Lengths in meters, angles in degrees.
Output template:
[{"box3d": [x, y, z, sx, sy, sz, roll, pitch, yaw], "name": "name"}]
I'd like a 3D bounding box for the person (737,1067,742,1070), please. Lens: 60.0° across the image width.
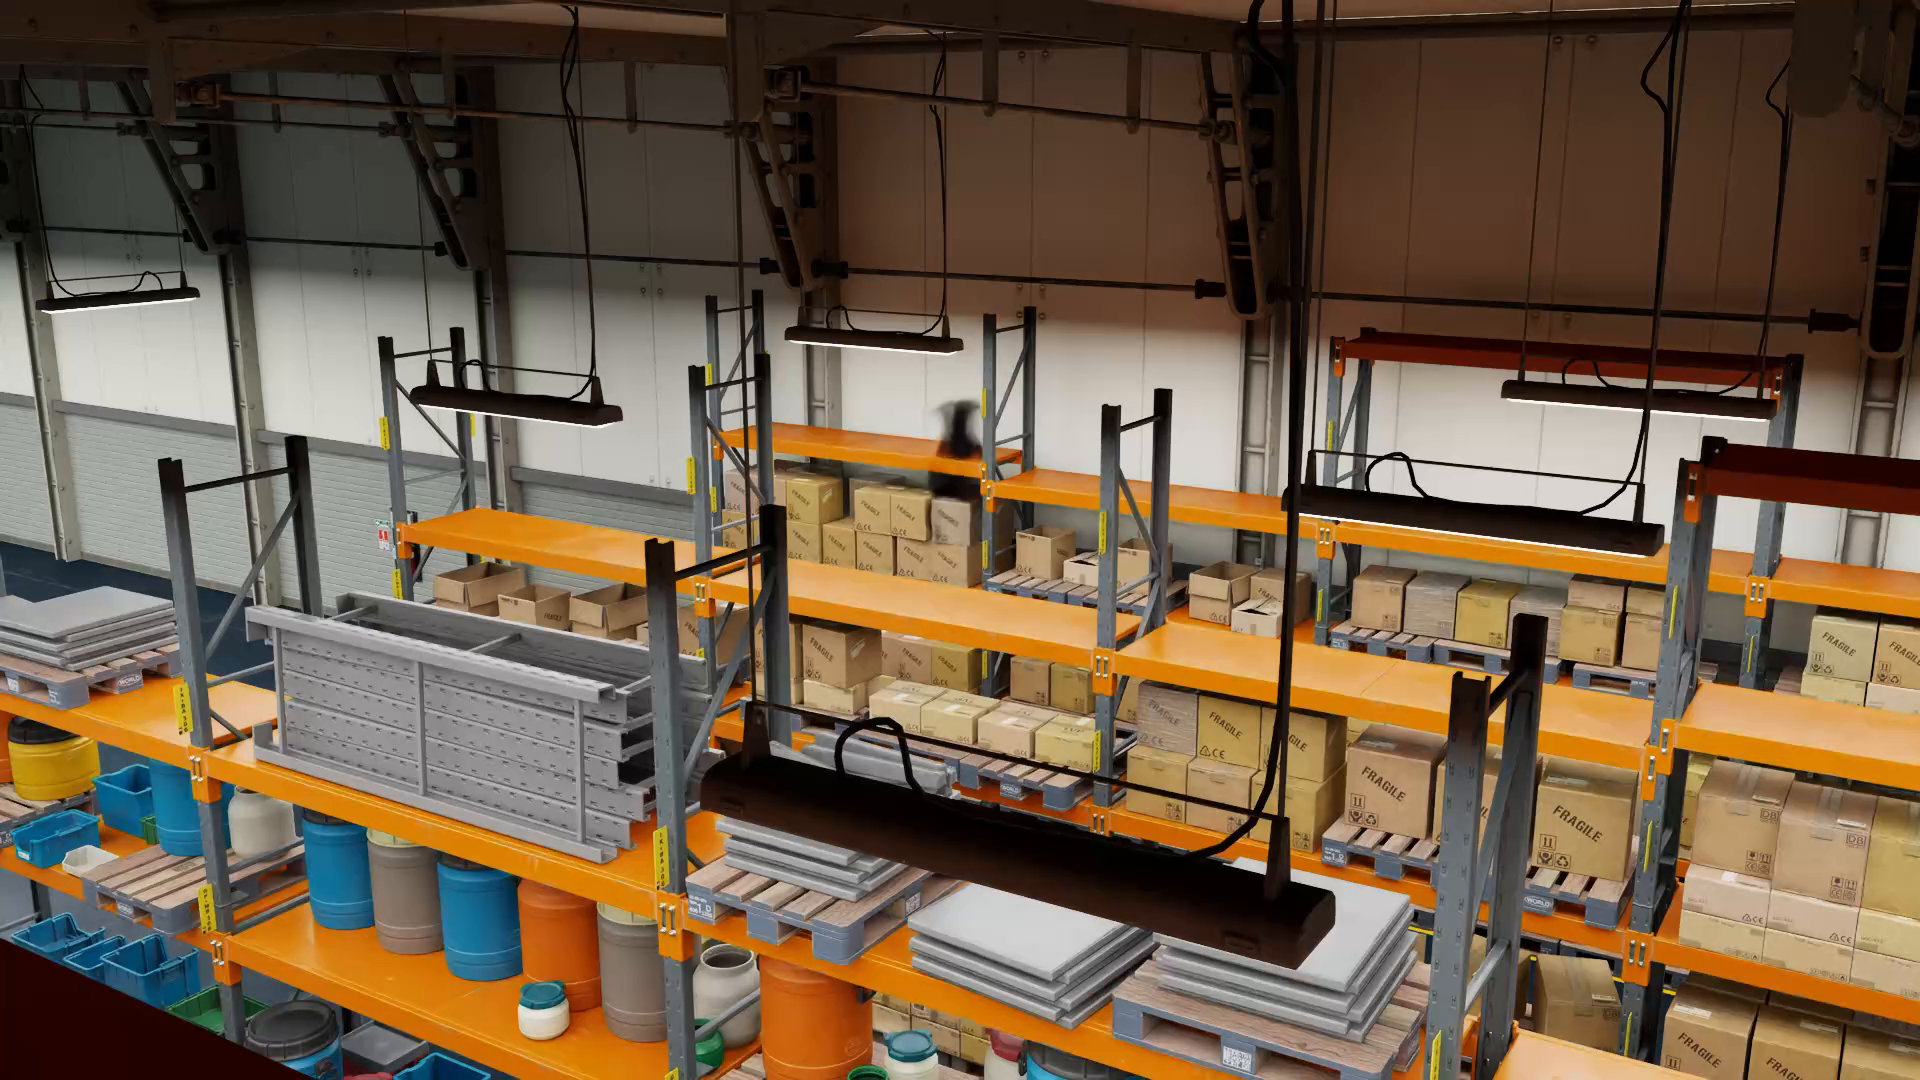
[{"box3d": [-1.610, 4.440, 11.786, 0.826, 1.708, 0.622, 9, 17, 33], "name": "person"}]
